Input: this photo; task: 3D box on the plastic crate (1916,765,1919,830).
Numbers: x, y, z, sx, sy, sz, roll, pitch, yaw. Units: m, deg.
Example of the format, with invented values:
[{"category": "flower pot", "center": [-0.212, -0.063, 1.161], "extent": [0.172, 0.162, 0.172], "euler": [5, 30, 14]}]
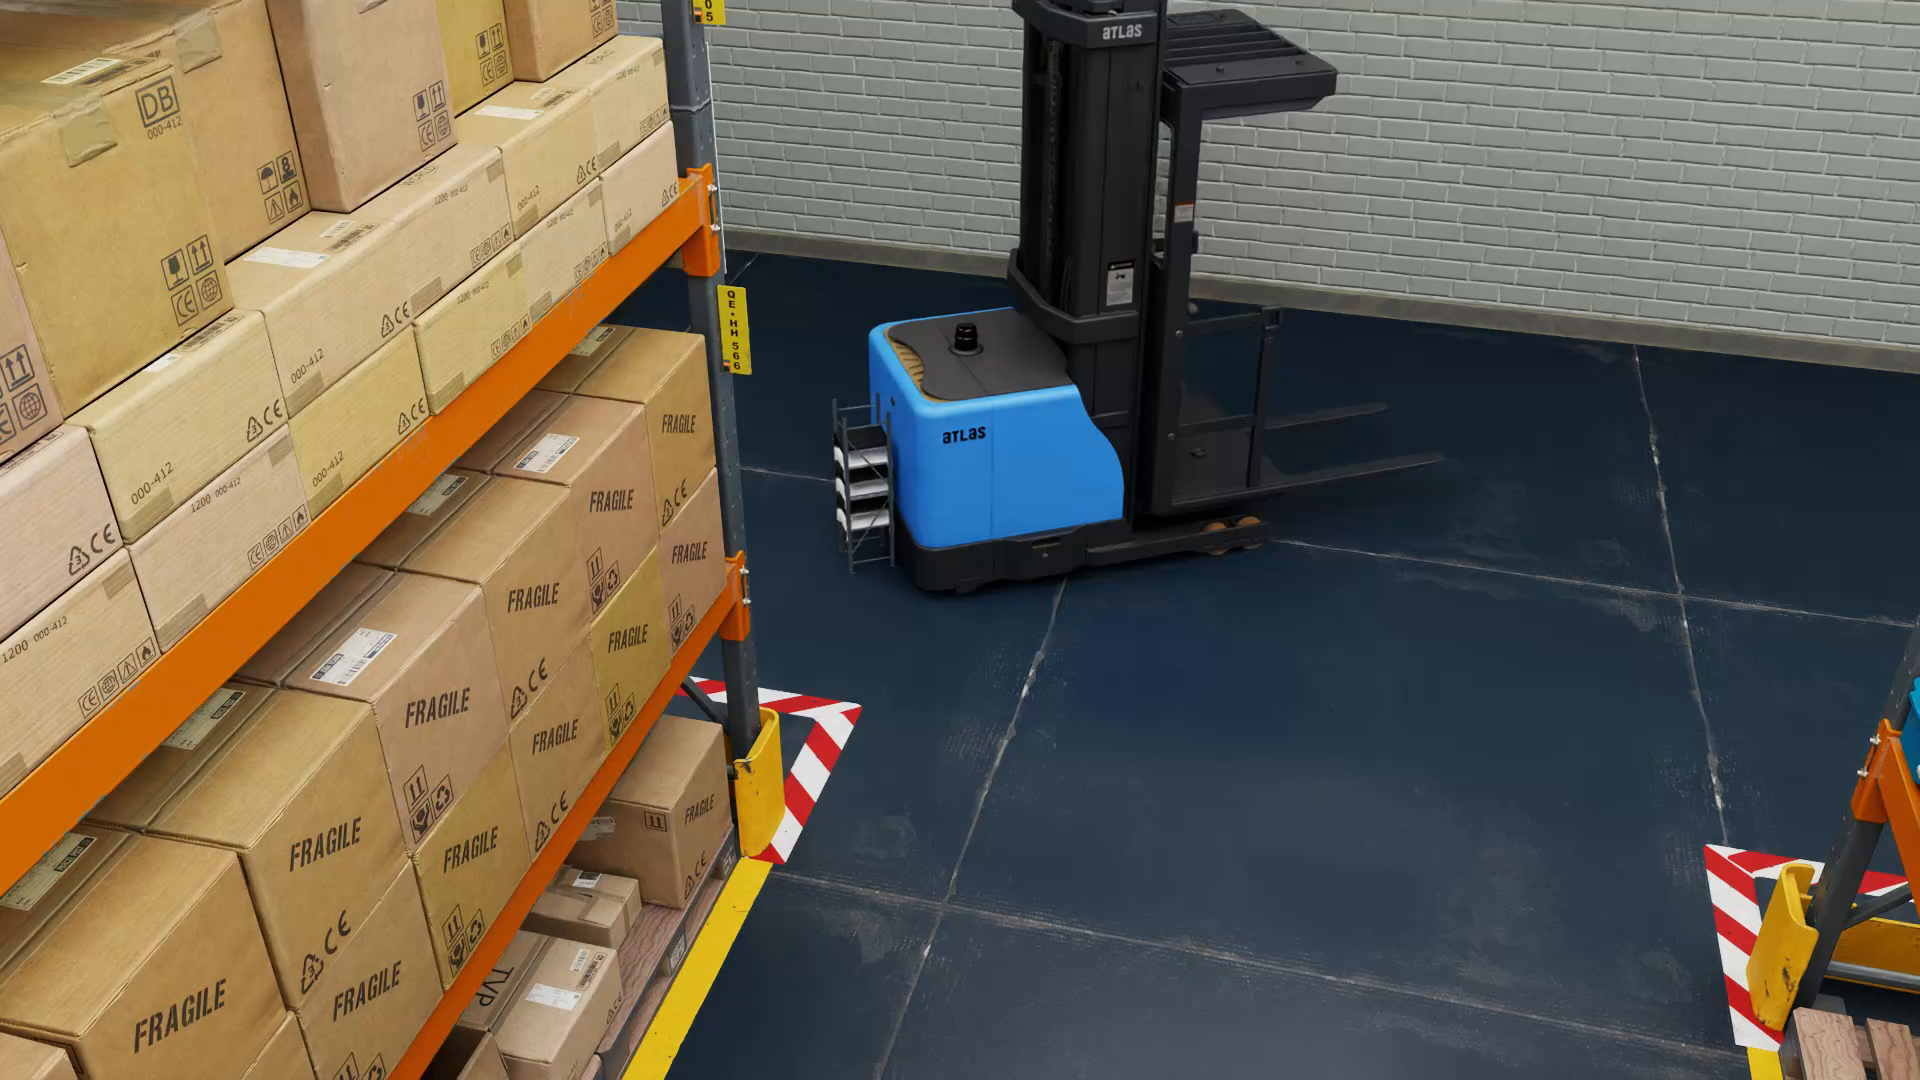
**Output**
[{"category": "plastic crate", "center": [2.942, 0.818, 4.858], "extent": [0.250, 0.136, 0.298], "euler": [8, 33, 12]}]

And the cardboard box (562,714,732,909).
[{"category": "cardboard box", "center": [-1.206, 1.002, 6.298], "extent": [0.500, 0.500, 0.500], "euler": [8, 33, 12]}]

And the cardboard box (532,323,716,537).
[{"category": "cardboard box", "center": [-1.153, -0.379, 5.525], "extent": [0.500, 0.500, 0.500], "euler": [8, 33, 12]}]

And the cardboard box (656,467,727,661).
[{"category": "cardboard box", "center": [-1.156, 0.044, 5.791], "extent": [0.500, 0.500, 0.500], "euler": [9, 34, 14]}]

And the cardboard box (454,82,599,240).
[{"category": "cardboard box", "center": [-1.316, -1.036, 4.461], "extent": [0.500, 0.250, 0.500], "euler": [8, 33, 12]}]

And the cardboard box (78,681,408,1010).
[{"category": "cardboard box", "center": [-1.668, 0.688, 3.847], "extent": [0.500, 0.500, 0.500], "euler": [7, 33, 11]}]

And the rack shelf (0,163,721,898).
[{"category": "rack shelf", "center": [-1.814, -0.107, 3.998], "extent": [1.077, 0.370, 4.000], "euler": [8, 33, 12]}]

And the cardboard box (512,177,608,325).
[{"category": "cardboard box", "center": [-1.319, -0.825, 4.596], "extent": [0.500, 0.250, 0.500], "euler": [8, 33, 12]}]

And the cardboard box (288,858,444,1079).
[{"category": "cardboard box", "center": [-1.672, 1.098, 4.134], "extent": [0.500, 0.500, 0.500], "euler": [8, 33, 12]}]

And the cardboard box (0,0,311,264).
[{"category": "cardboard box", "center": [-1.870, -0.876, 3.510], "extent": [0.700, 0.500, 0.500], "euler": [8, 33, 12]}]

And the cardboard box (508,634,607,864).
[{"category": "cardboard box", "center": [-1.417, 0.572, 4.961], "extent": [0.500, 0.500, 0.500], "euler": [8, 33, 13]}]

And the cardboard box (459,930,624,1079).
[{"category": "cardboard box", "center": [-1.476, 1.596, 5.596], "extent": [0.500, 0.250, 0.500], "euler": [8, 33, 12]}]

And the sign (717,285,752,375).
[{"category": "sign", "center": [-0.774, -0.719, 5.711], "extent": [0.100, 0.325, 0.005], "euler": [8, 33, 12]}]

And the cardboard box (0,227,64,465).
[{"category": "cardboard box", "center": [-1.971, -0.335, 2.660], "extent": [0.700, 0.500, 0.500], "euler": [8, 33, 12]}]

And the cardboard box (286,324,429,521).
[{"category": "cardboard box", "center": [-1.576, -0.307, 3.780], "extent": [0.500, 0.250, 0.500], "euler": [8, 33, 12]}]

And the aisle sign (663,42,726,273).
[{"category": "aisle sign", "center": [-0.992, -1.274, 5.535], "extent": [0.394, 0.787, 0.004], "euler": [8, 33, 12]}]

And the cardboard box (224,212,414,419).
[{"category": "cardboard box", "center": [-1.567, -0.516, 3.644], "extent": [0.500, 0.250, 0.500], "euler": [8, 33, 12]}]

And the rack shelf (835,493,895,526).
[{"category": "rack shelf", "center": [-0.481, -0.173, 8.413], "extent": [0.258, 0.077, 0.200], "euler": [-10, 34, -14]}]

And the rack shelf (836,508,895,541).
[{"category": "rack shelf", "center": [-0.481, -0.097, 8.462], "extent": [0.258, 0.077, 0.200], "euler": [-10, 34, -14]}]

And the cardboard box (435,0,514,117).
[{"category": "cardboard box", "center": [-1.629, -1.396, 4.329], "extent": [0.700, 0.500, 0.500], "euler": [8, 33, 12]}]

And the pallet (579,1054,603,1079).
[{"category": "pallet", "center": [-1.838, 2.078, 5.284], "extent": [1.003, 0.211, 1.213], "euler": [8, 33, 12]}]

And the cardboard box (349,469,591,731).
[{"category": "cardboard box", "center": [-1.407, 0.153, 4.688], "extent": [0.500, 0.500, 0.500], "euler": [9, 34, 14]}]

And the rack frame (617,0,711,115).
[{"category": "rack frame", "center": [-1.306, -2.715, 4.633], "extent": [1.000, 3.000, 0.127], "euler": [8, 33, 12]}]

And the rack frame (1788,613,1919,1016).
[{"category": "rack frame", "center": [3.484, 0.493, 5.178], "extent": [1.000, 3.000, 0.127], "euler": [8, 33, 12]}]

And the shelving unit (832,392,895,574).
[{"category": "shelving unit", "center": [-0.481, -0.277, 8.347], "extent": [0.258, 0.900, 0.210], "euler": [-10, 34, -14]}]

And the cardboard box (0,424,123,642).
[{"category": "cardboard box", "center": [-1.832, 0.001, 2.831], "extent": [0.500, 0.250, 0.500], "euler": [8, 33, 12]}]

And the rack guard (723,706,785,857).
[{"category": "rack guard", "center": [-1.325, 0.911, 6.851], "extent": [1.175, 0.500, 0.348], "euler": [8, 33, 12]}]

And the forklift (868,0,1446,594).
[{"category": "forklift", "center": [1.095, -1.420, 8.251], "extent": [3.031, 2.935, 1.130], "euler": [-9, 34, -15]}]

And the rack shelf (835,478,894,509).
[{"category": "rack shelf", "center": [-0.481, -0.249, 8.365], "extent": [0.258, 0.077, 0.200], "euler": [-10, 34, -14]}]

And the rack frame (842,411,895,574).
[{"category": "rack frame", "center": [-0.451, -0.225, 8.265], "extent": [0.240, 0.900, 0.006], "euler": [-10, 34, -14]}]

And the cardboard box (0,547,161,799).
[{"category": "cardboard box", "center": [-1.828, 0.213, 2.964], "extent": [0.500, 0.250, 0.500], "euler": [8, 33, 12]}]

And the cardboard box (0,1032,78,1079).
[{"category": "cardboard box", "center": [-1.929, 1.222, 3.006], "extent": [0.500, 0.500, 0.500], "euler": [9, 34, 14]}]
